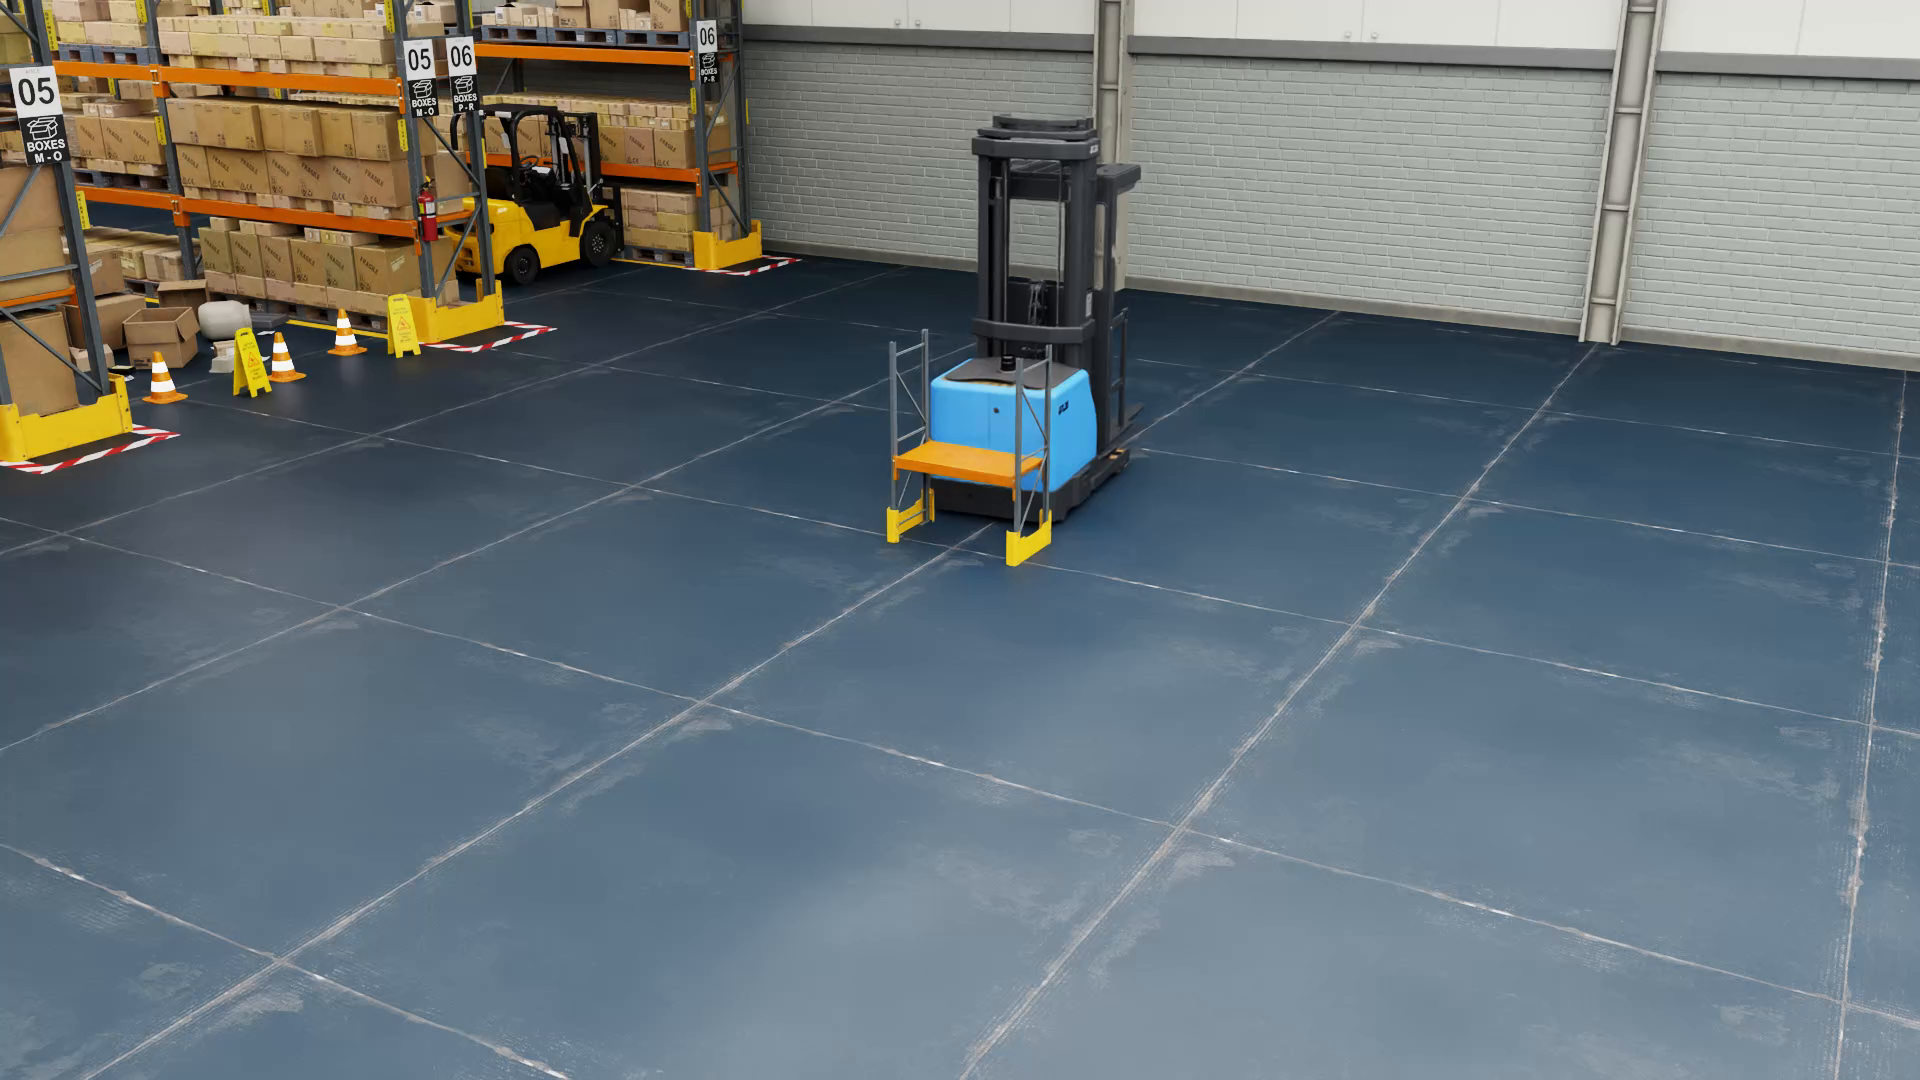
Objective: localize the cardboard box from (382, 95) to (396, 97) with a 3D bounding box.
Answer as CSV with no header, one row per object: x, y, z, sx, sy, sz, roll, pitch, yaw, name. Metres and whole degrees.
-8.628,-6.753,25.484,0.250,0.149,0.380,10,22,26,cardboard box

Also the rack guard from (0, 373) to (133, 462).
-7.925,-1.091,14.640,0.348,0.500,1.175,11,23,27,rack guard

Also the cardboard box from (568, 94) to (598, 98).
-5.366,-6.267,23.708,0.250,0.149,0.380,10,22,26,cardboard box

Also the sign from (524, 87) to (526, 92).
-6.425,-6.514,24.538,0.005,0.325,0.100,11,23,27,sign

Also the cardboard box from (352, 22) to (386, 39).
-6.266,-5.450,17.791,0.250,0.149,0.380,11,23,28,cardboard box

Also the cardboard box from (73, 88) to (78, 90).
-15.760,-7.802,29.258,0.500,0.250,0.500,12,23,29,cardboard box

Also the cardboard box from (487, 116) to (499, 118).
-6.545,-6.125,23.753,0.250,0.149,0.380,10,22,26,cardboard box

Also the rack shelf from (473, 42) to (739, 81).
-4.948,-6.643,22.937,4.000,0.370,1.077,11,23,27,rack shelf

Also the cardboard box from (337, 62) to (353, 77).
-6.516,-5.115,18.036,0.250,0.149,0.380,12,23,29,cardboard box

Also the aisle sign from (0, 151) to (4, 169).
-8.030,-3.391,13.503,0.004,0.787,0.394,11,23,27,aisle sign

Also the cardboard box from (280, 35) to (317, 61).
-7.092,-5.414,18.276,0.500,0.250,0.500,12,23,29,cardboard box

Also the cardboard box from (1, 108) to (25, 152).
-11.866,-5.247,21.232,0.500,0.500,0.500,12,23,30,cardboard box

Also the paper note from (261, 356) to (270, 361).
-7.416,-1.929,17.639,0.142,0.019,0.148,3,20,9,paper note

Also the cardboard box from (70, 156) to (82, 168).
-11.024,-4.778,20.890,0.250,0.149,0.380,12,23,29,cardboard box

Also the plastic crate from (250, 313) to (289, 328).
-8.141,-2.548,19.272,0.583,0.080,0.402,3,20,9,plastic crate

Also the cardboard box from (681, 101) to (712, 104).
-3.593,-5.913,22.733,0.250,0.149,0.380,12,23,29,cardboard box

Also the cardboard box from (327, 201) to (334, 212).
-6.934,-3.817,18.858,0.250,0.149,0.380,11,23,28,cardboard box

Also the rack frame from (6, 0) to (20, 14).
-12.604,-7.911,20.978,0.127,3.000,1.000,11,23,27,rack frame

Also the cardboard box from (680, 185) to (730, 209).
-3.530,-4.750,23.011,0.500,0.250,0.500,10,22,26,cardboard box

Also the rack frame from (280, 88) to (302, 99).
-10.187,-6.569,26.076,0.127,3.000,1.000,11,23,27,rack frame

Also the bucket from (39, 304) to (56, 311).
-10.195,-2.775,18.187,0.726,0.611,0.620,-16,16,-38,bucket

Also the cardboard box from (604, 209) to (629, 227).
-4.673,-4.533,23.146,0.500,0.250,0.500,10,22,26,cardboard box

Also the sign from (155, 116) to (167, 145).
-9.380,-4.804,19.513,0.005,0.325,0.100,11,23,27,sign

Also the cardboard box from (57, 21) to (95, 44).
-10.576,-6.188,20.229,0.500,0.250,0.500,11,23,28,cardboard box

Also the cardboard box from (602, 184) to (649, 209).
-4.651,-4.762,23.043,0.500,0.250,0.500,11,23,28,cardboard box

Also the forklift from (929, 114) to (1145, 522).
0.791,-1.972,13.504,1.130,2.935,3.031,8,21,21,forklift

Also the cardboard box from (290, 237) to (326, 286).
-7.341,-3.245,19.230,0.500,0.500,0.500,10,22,26,cardboard box

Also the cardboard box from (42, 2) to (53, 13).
-15.123,-8.892,27.863,0.500,0.250,0.500,11,23,28,cardboard box

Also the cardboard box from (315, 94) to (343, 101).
-9.581,-6.701,25.343,0.250,0.149,0.380,11,23,29,cardboard box

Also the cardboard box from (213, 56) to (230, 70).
-8.289,-5.471,19.018,0.250,0.149,0.380,12,23,29,cardboard box

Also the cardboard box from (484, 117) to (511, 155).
-6.434,-5.800,23.808,0.500,0.500,0.500,10,22,26,cardboard box

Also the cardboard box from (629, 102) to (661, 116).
-4.271,-5.858,22.582,0.250,0.149,0.380,11,23,28,cardboard box

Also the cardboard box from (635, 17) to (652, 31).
-4.074,-6.823,21.982,0.250,0.149,0.380,10,22,26,cardboard box

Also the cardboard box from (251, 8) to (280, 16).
-10.614,-8.084,25.488,0.250,0.149,0.380,11,23,28,cardboard box

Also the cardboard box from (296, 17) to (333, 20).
-7.329,-5.875,18.964,0.250,0.149,0.380,11,23,28,cardboard box

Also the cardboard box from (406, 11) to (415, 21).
-7.803,-7.533,23.940,0.250,0.149,0.380,11,23,27,cardboard box

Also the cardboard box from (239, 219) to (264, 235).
-8.199,-3.686,19.493,0.250,0.149,0.380,12,23,29,cardboard box

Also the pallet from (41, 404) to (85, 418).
-8.682,-1.069,15.003,1.213,0.211,1.003,11,23,27,pallet

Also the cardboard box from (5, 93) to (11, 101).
-12.915,-5.763,22.240,0.500,0.500,0.500,10,22,26,cardboard box

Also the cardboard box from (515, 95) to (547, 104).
-6.062,-6.198,23.519,0.250,0.149,0.380,10,22,26,cardboard box

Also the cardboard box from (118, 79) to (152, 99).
-13.365,-7.332,27.416,0.500,0.500,0.700,11,23,29,cardboard box

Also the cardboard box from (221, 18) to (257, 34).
-8.071,-5.784,18.712,0.250,0.149,0.380,10,22,26,cardboard box

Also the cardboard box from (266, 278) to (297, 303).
-7.793,-2.979,19.596,0.500,0.250,0.500,10,22,27,cardboard box

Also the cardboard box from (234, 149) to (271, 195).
-7.982,-4.293,19.217,0.500,0.500,0.500,11,22,27,cardboard box

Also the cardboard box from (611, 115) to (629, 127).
-4.543,-5.735,22.679,0.250,0.149,0.380,10,22,26,cardboard box

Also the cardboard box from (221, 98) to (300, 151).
-7.973,-4.762,19.045,0.500,0.500,0.700,10,22,26,cardboard box

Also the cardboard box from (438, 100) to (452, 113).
-7.523,-6.341,24.348,0.250,0.149,0.380,11,23,27,cardboard box

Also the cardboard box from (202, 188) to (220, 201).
-8.748,-4.133,19.729,0.250,0.149,0.380,12,23,29,cardboard box

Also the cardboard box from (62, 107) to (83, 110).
-11.174,-5.316,21.423,0.500,0.500,0.500,9,22,24,cardboard box

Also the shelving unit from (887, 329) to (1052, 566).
0.067,-0.692,12.074,1.083,1.500,0.587,11,23,27,shelving unit

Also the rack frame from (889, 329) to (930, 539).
-0.369,-0.775,12.303,0.032,1.500,0.500,11,23,27,rack frame

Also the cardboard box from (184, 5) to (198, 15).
-12.257,-8.355,26.206,0.250,0.149,0.380,11,23,28,cardboard box

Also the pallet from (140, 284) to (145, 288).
-10.862,-3.447,21.557,1.213,0.211,1.003,11,23,27,pallet
